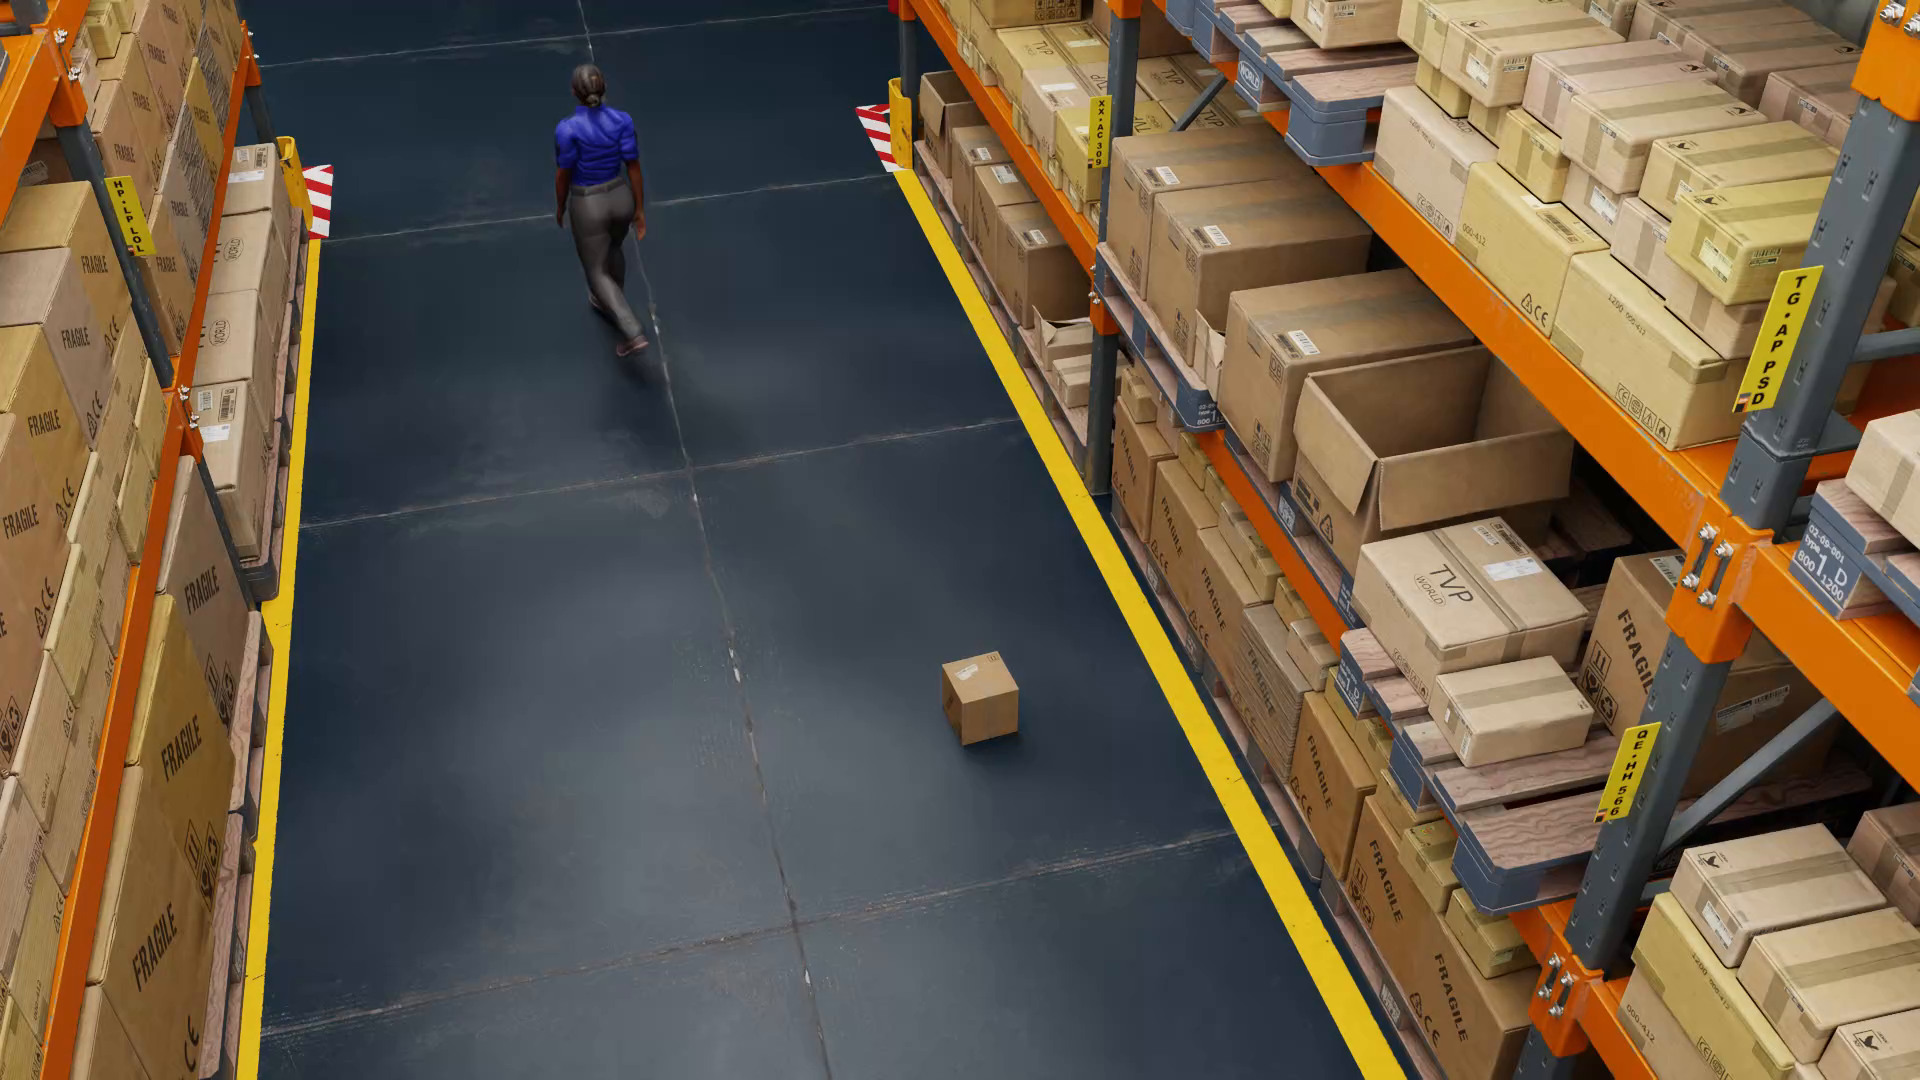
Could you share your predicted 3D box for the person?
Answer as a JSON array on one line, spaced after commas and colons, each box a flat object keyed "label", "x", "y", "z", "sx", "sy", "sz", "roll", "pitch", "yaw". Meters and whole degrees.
[{"label": "person", "x": -1.921, "y": -1.791, "z": 8.965, "sx": 0.441, "sy": 1.607, "sz": 0.950, "roll": -25, "pitch": 45, "yaw": -28}]
